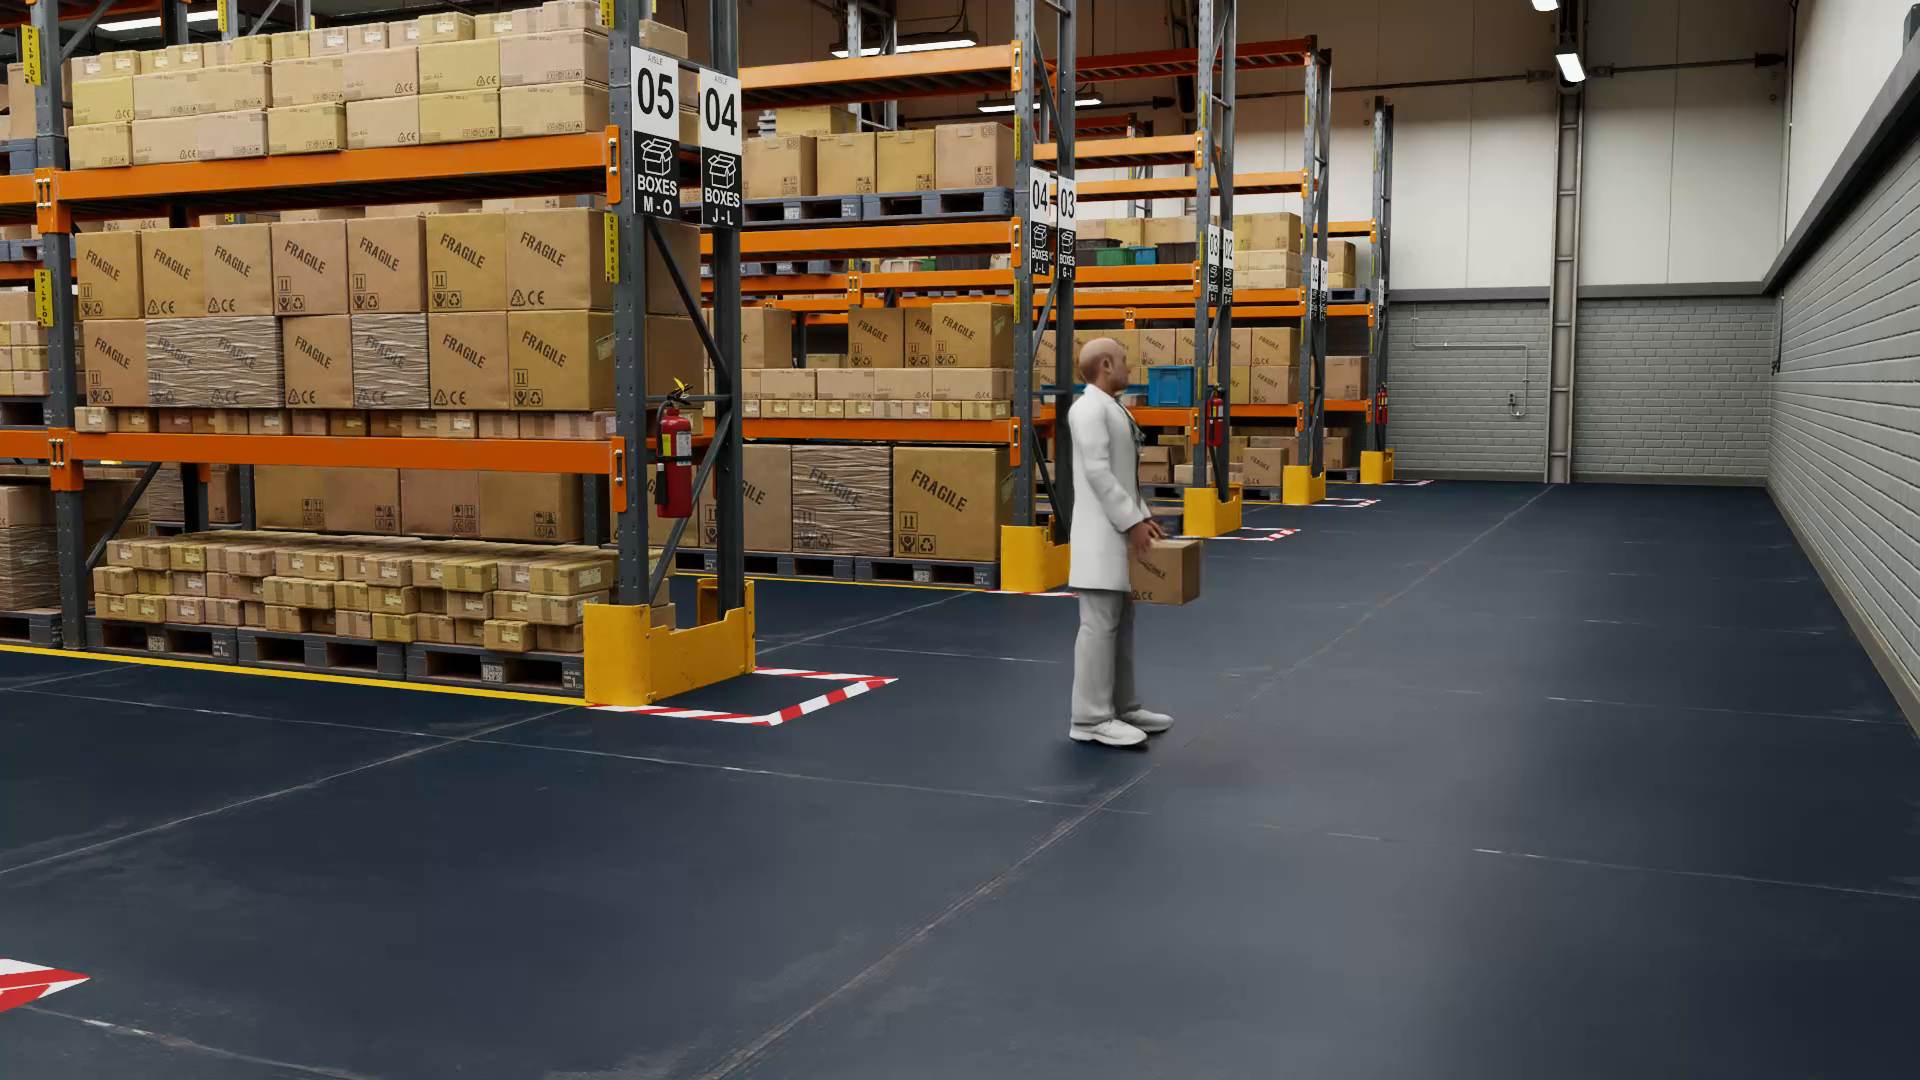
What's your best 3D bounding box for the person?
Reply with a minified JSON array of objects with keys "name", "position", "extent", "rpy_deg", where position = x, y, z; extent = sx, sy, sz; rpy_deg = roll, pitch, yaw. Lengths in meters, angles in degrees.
[{"name":"person","position":[0.754,-0.006,7.491],"extent":[0.595,1.779,0.585],"rpy_deg":[0,5,3]}]
